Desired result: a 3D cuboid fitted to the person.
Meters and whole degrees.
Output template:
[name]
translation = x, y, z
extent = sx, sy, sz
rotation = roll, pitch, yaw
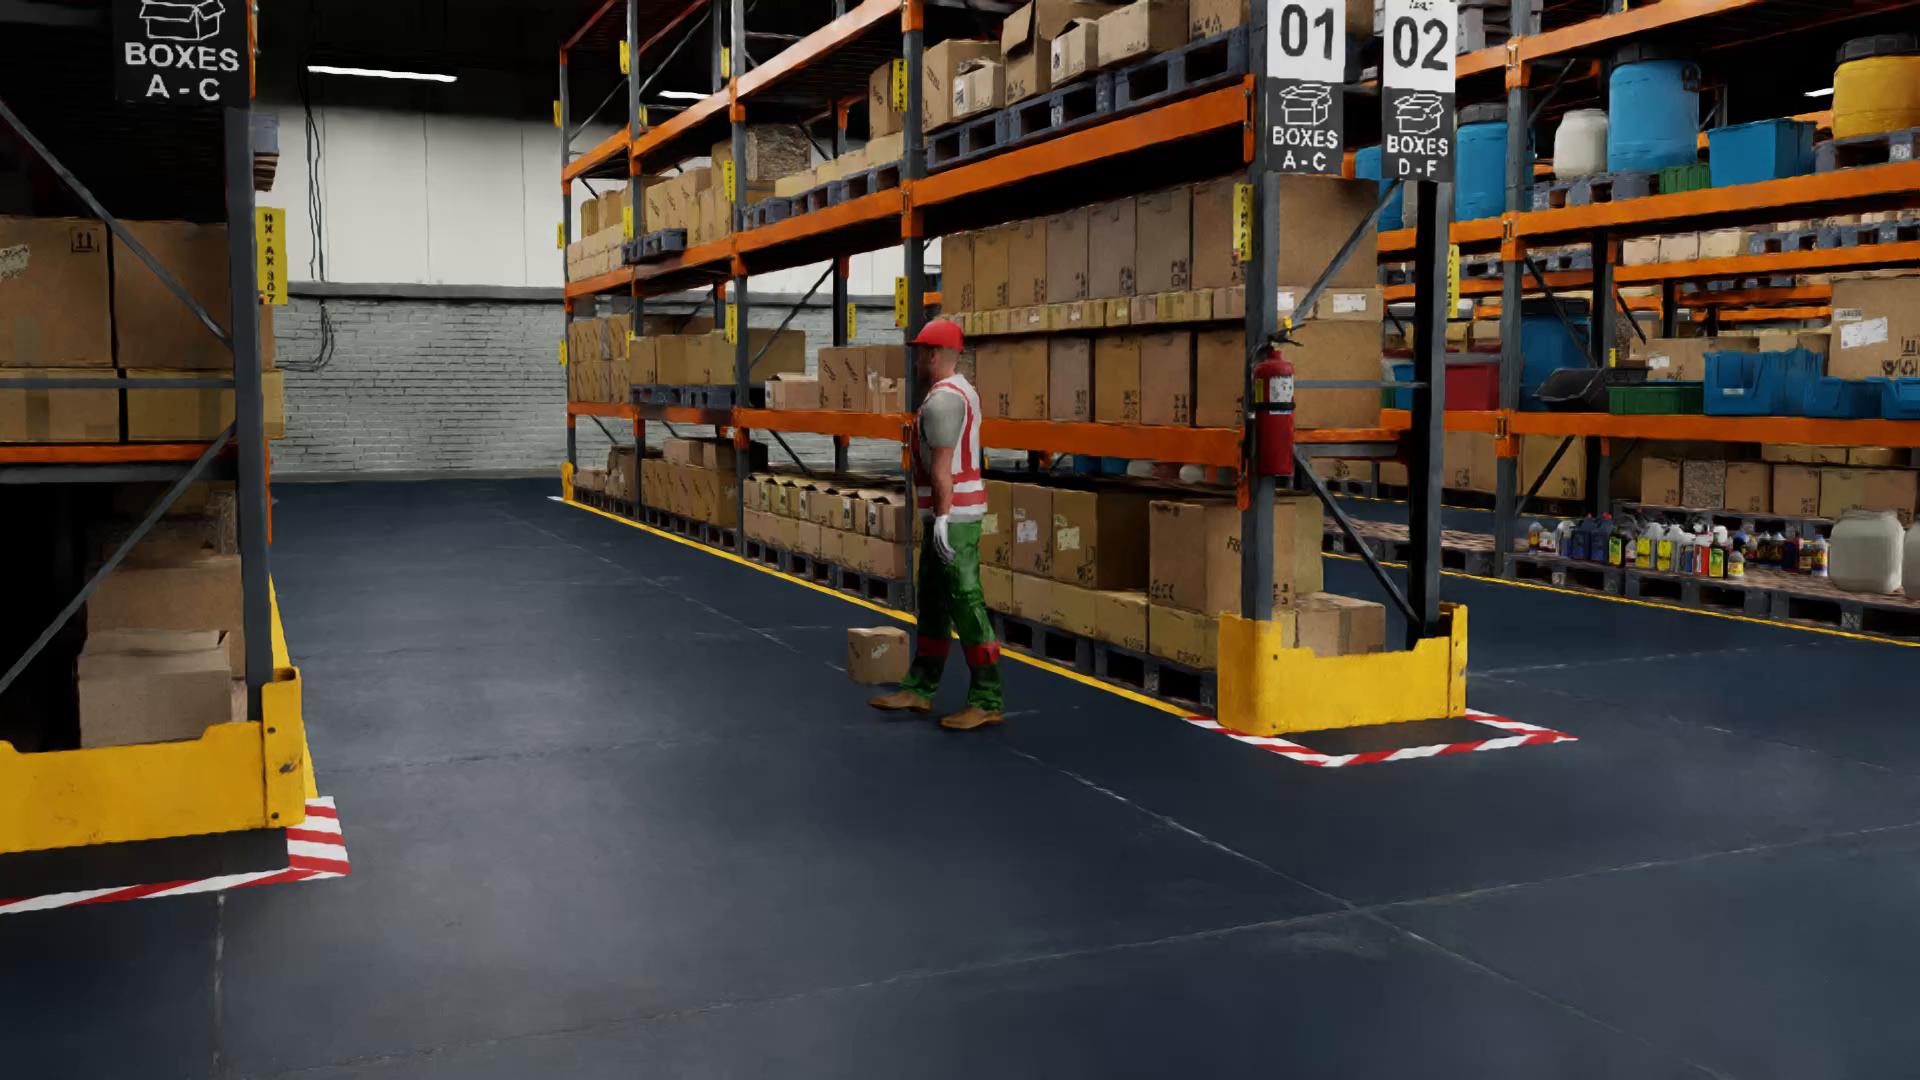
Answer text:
[person]
translation = -0.106, -0.086, 7.416
extent = 0.615, 1.785, 0.687
rotation = 0, 5, 4
